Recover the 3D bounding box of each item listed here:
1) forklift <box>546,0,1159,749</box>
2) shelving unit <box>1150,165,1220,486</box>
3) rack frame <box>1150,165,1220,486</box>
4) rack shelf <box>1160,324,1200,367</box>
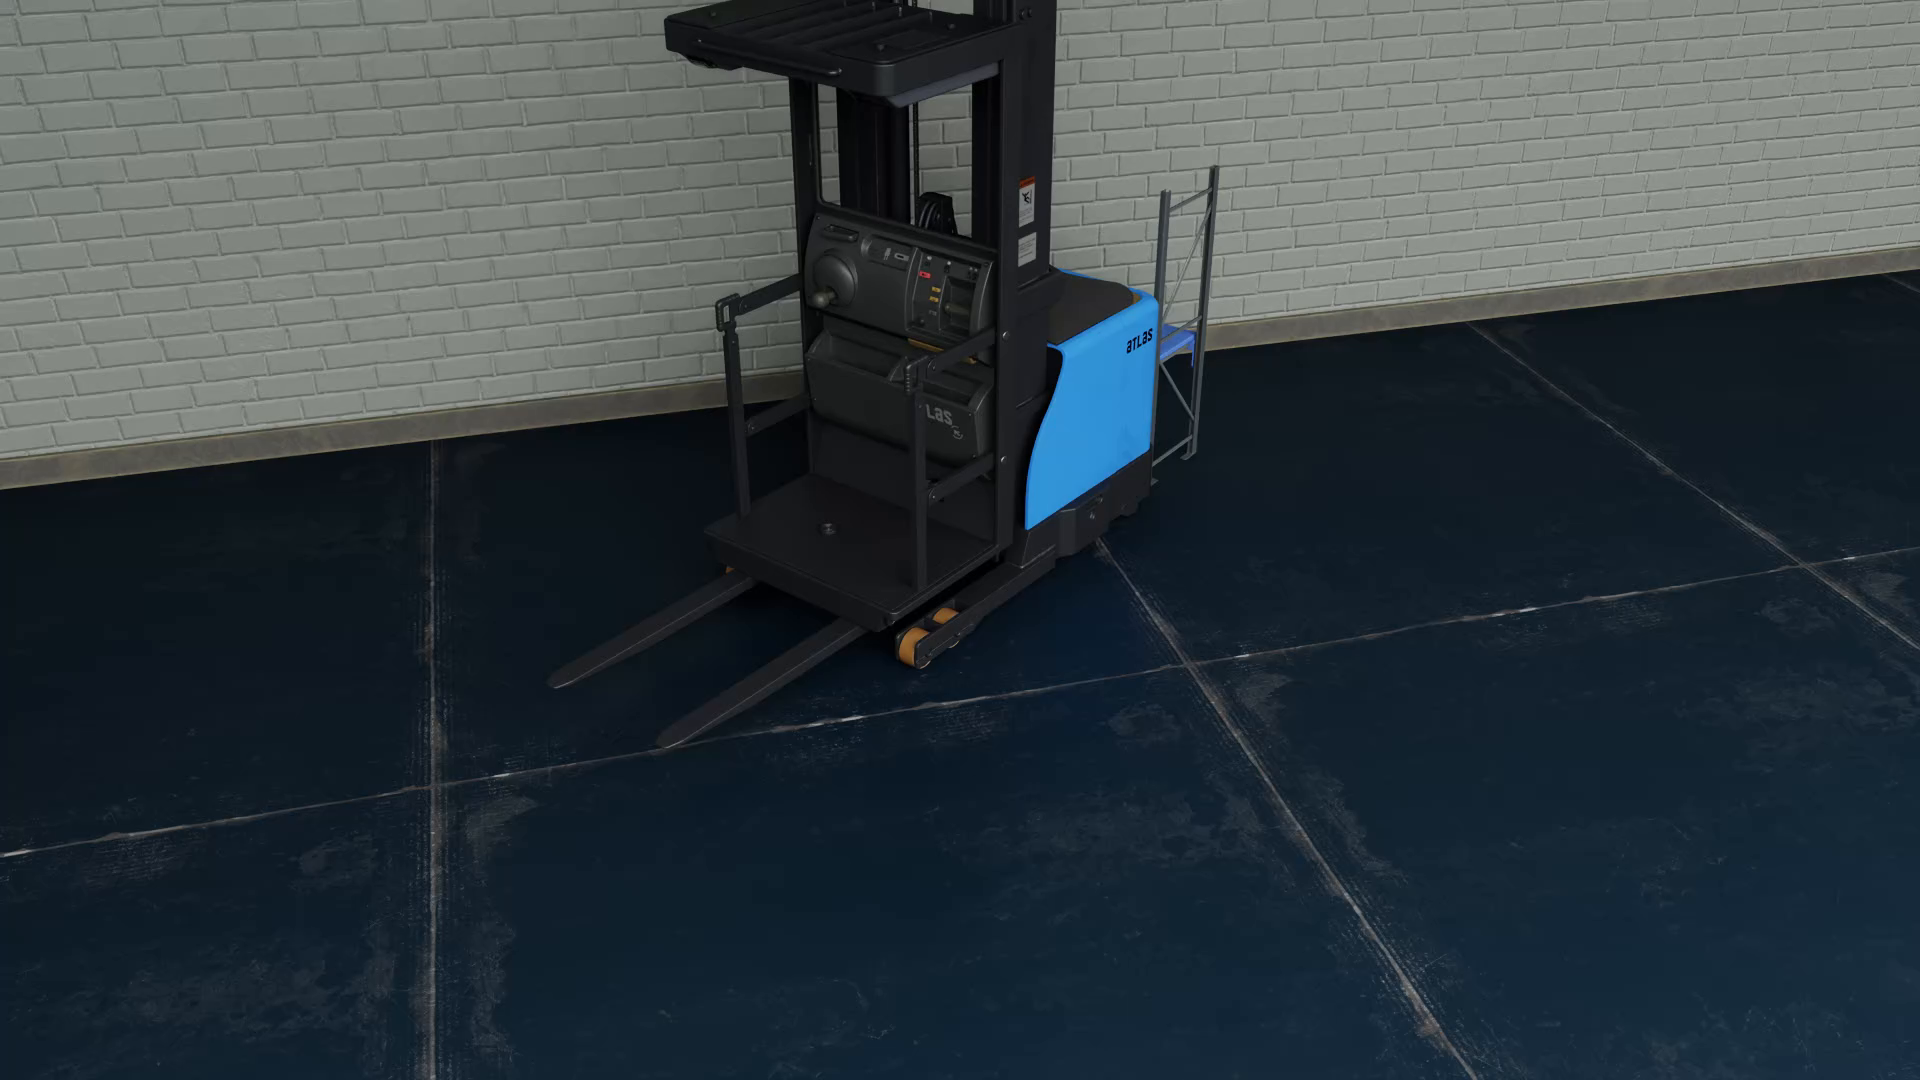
[{"bbox_3d":[-0.389,-1.021,6.588,1.130,2.935,3.031,22,36,32],"label":"forklift"},{"bbox_3d":[0.643,-1.154,8.243,1.048,1.500,0.538,20,35,31],"label":"shelving unit"},{"bbox_3d":[1.054,-1.004,7.984,0.032,1.500,0.500,20,35,31],"label":"rack frame"},{"bbox_3d":[0.643,-0.998,8.333,1.000,0.185,0.538,20,35,31],"label":"rack shelf"}]
